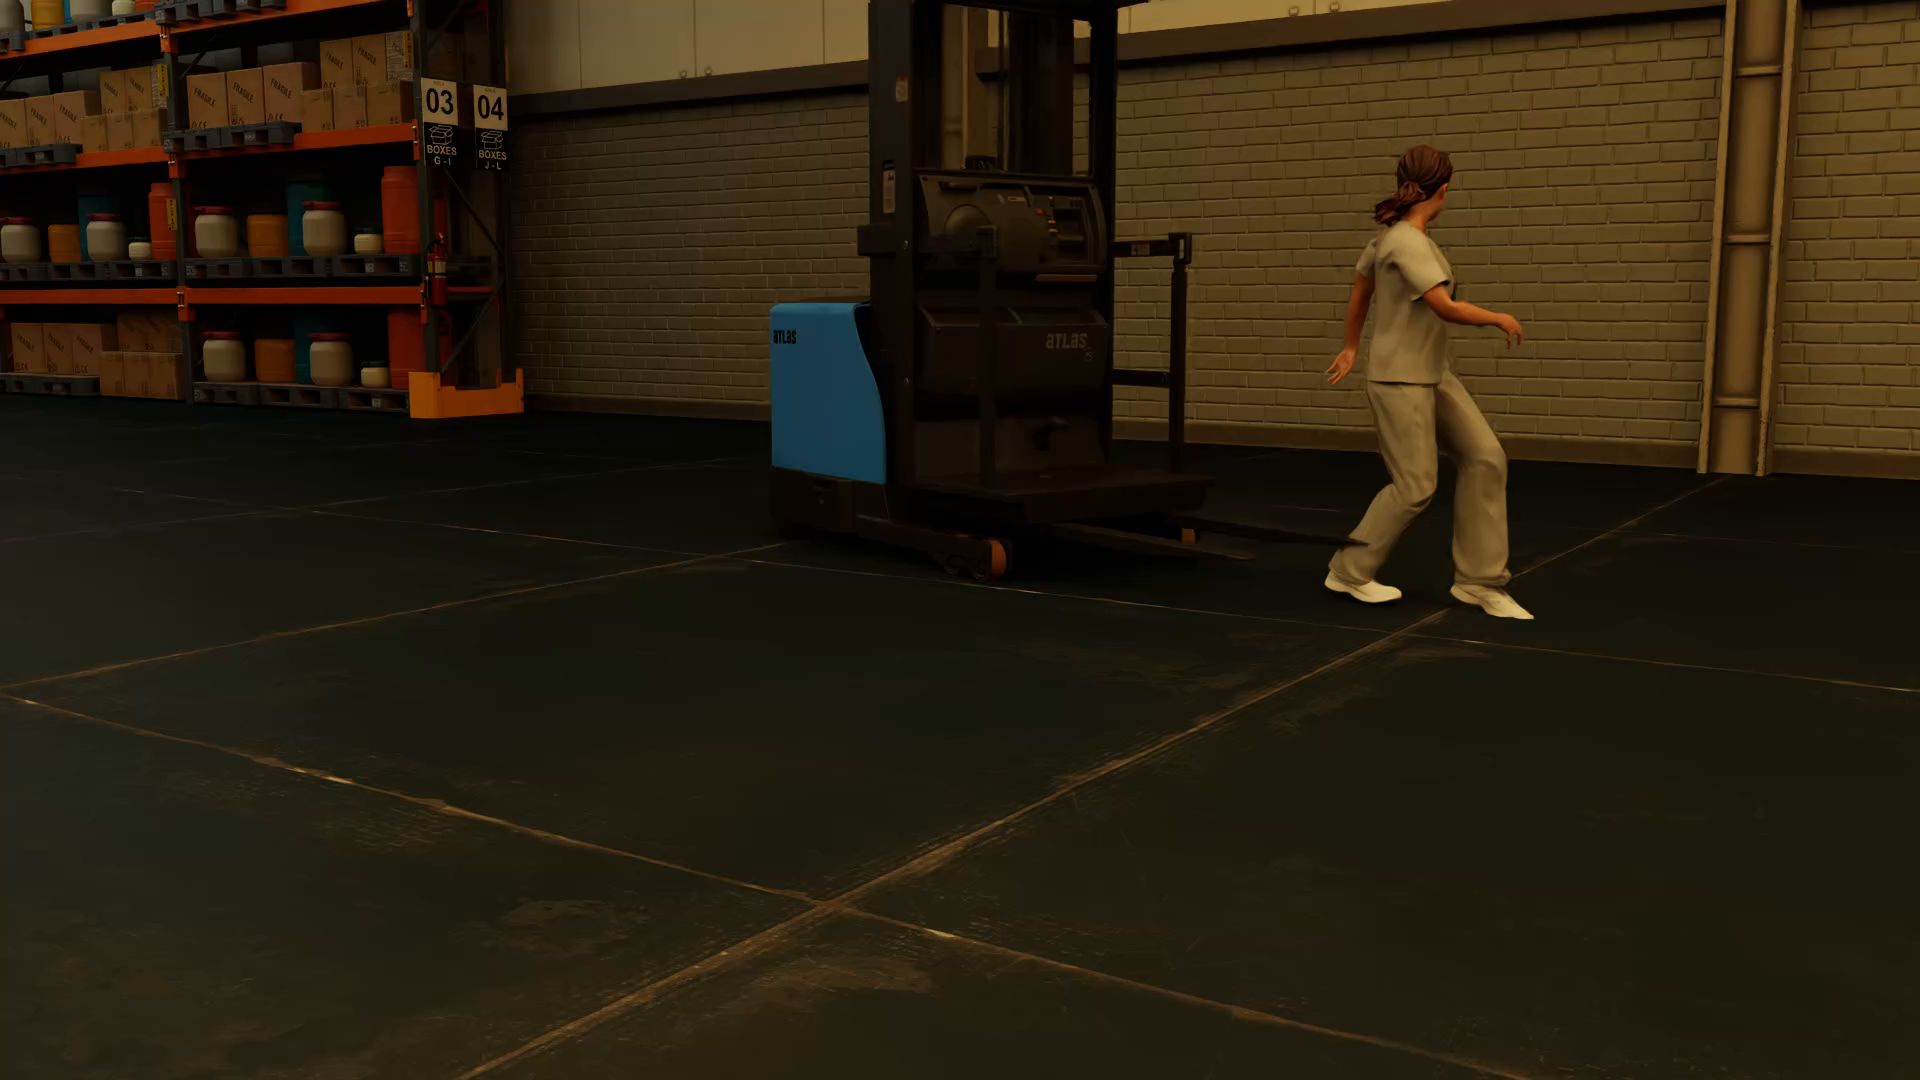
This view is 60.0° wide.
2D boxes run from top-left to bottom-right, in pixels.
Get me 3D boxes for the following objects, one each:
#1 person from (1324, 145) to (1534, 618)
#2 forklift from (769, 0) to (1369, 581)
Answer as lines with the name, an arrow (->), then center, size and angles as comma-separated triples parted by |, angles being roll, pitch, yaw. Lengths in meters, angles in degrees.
person -> 1.630, -0.546, 5.845 | 0.848, 1.649, 0.482 | 5, 10, 33
forklift -> 0.355, -1.367, 6.808 | 1.130, 2.935, 3.031 | -6, 10, -35
